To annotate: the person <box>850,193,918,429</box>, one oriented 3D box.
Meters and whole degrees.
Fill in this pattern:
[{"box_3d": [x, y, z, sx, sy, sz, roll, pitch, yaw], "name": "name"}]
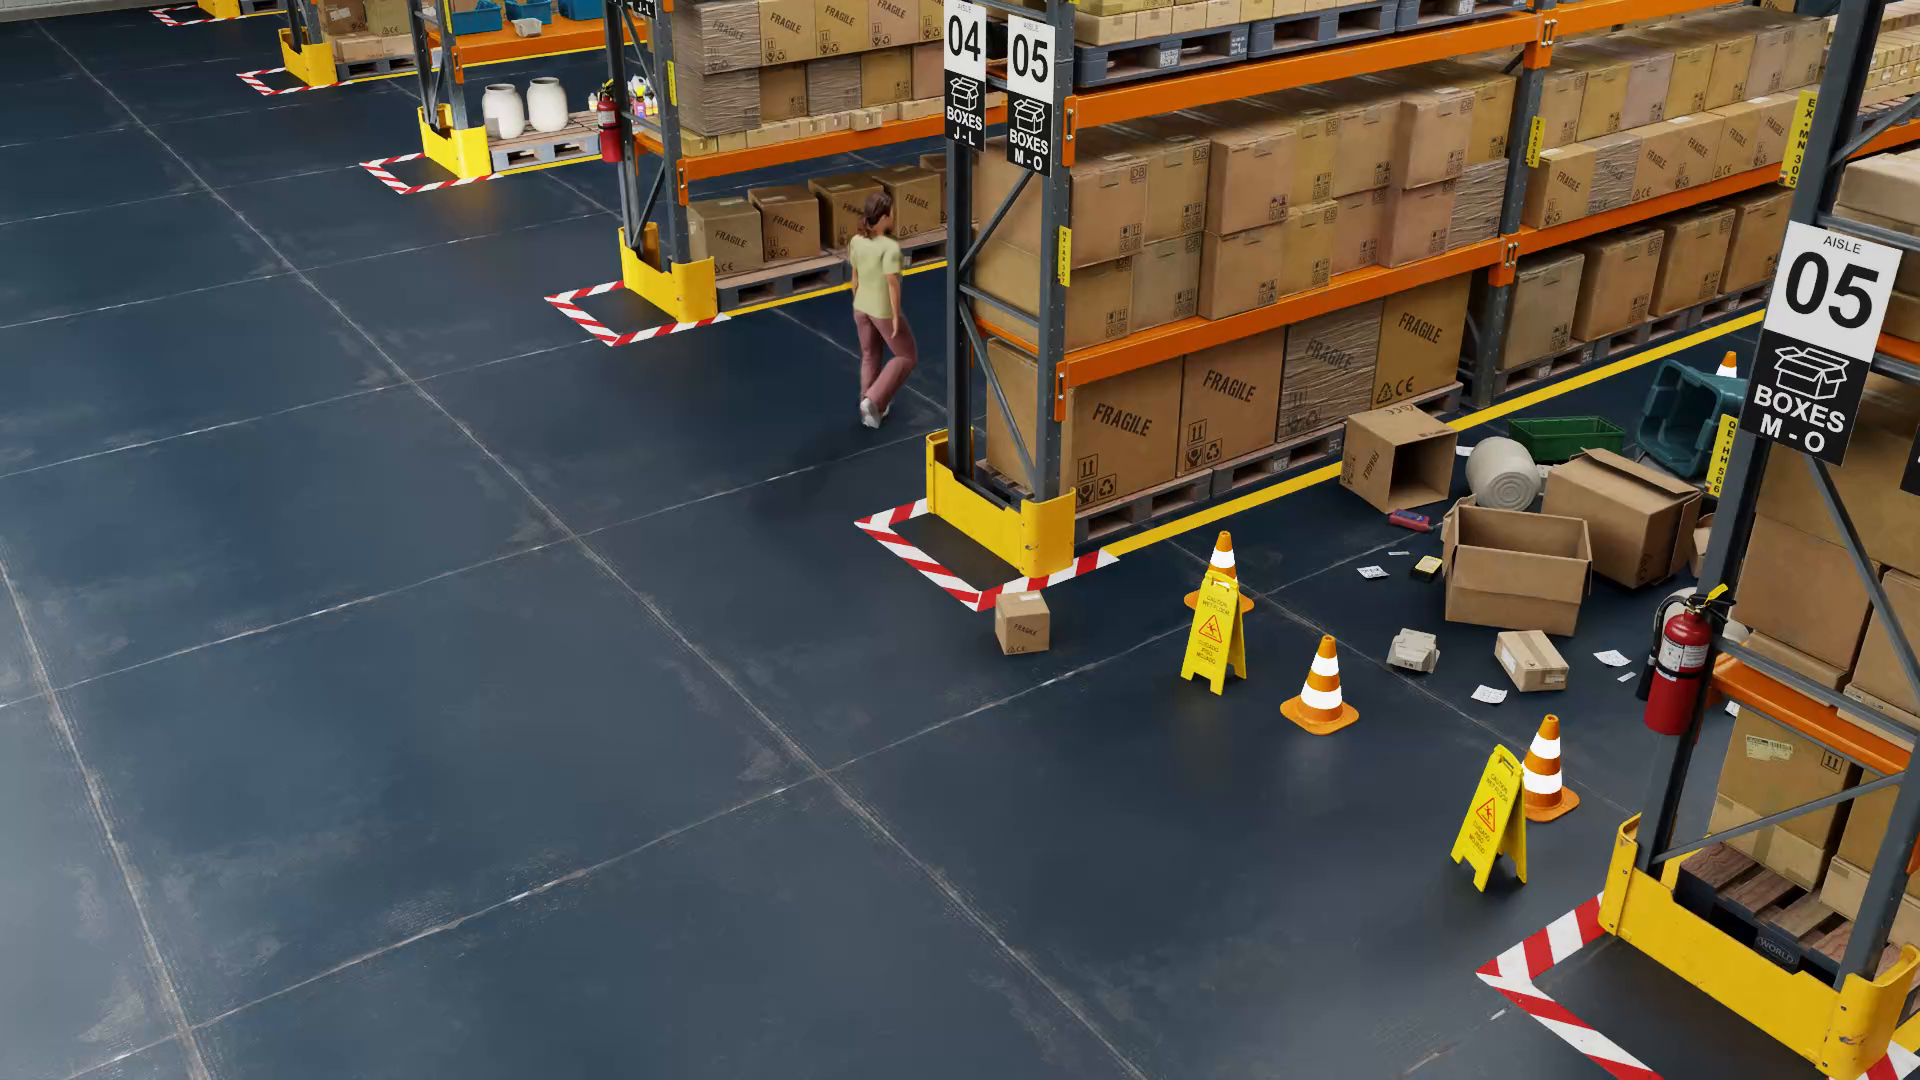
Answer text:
[{"box_3d": [-0.587, -1.539, 11.399, 0.507, 1.664, 0.502, 19, 34, 31], "name": "person"}]
